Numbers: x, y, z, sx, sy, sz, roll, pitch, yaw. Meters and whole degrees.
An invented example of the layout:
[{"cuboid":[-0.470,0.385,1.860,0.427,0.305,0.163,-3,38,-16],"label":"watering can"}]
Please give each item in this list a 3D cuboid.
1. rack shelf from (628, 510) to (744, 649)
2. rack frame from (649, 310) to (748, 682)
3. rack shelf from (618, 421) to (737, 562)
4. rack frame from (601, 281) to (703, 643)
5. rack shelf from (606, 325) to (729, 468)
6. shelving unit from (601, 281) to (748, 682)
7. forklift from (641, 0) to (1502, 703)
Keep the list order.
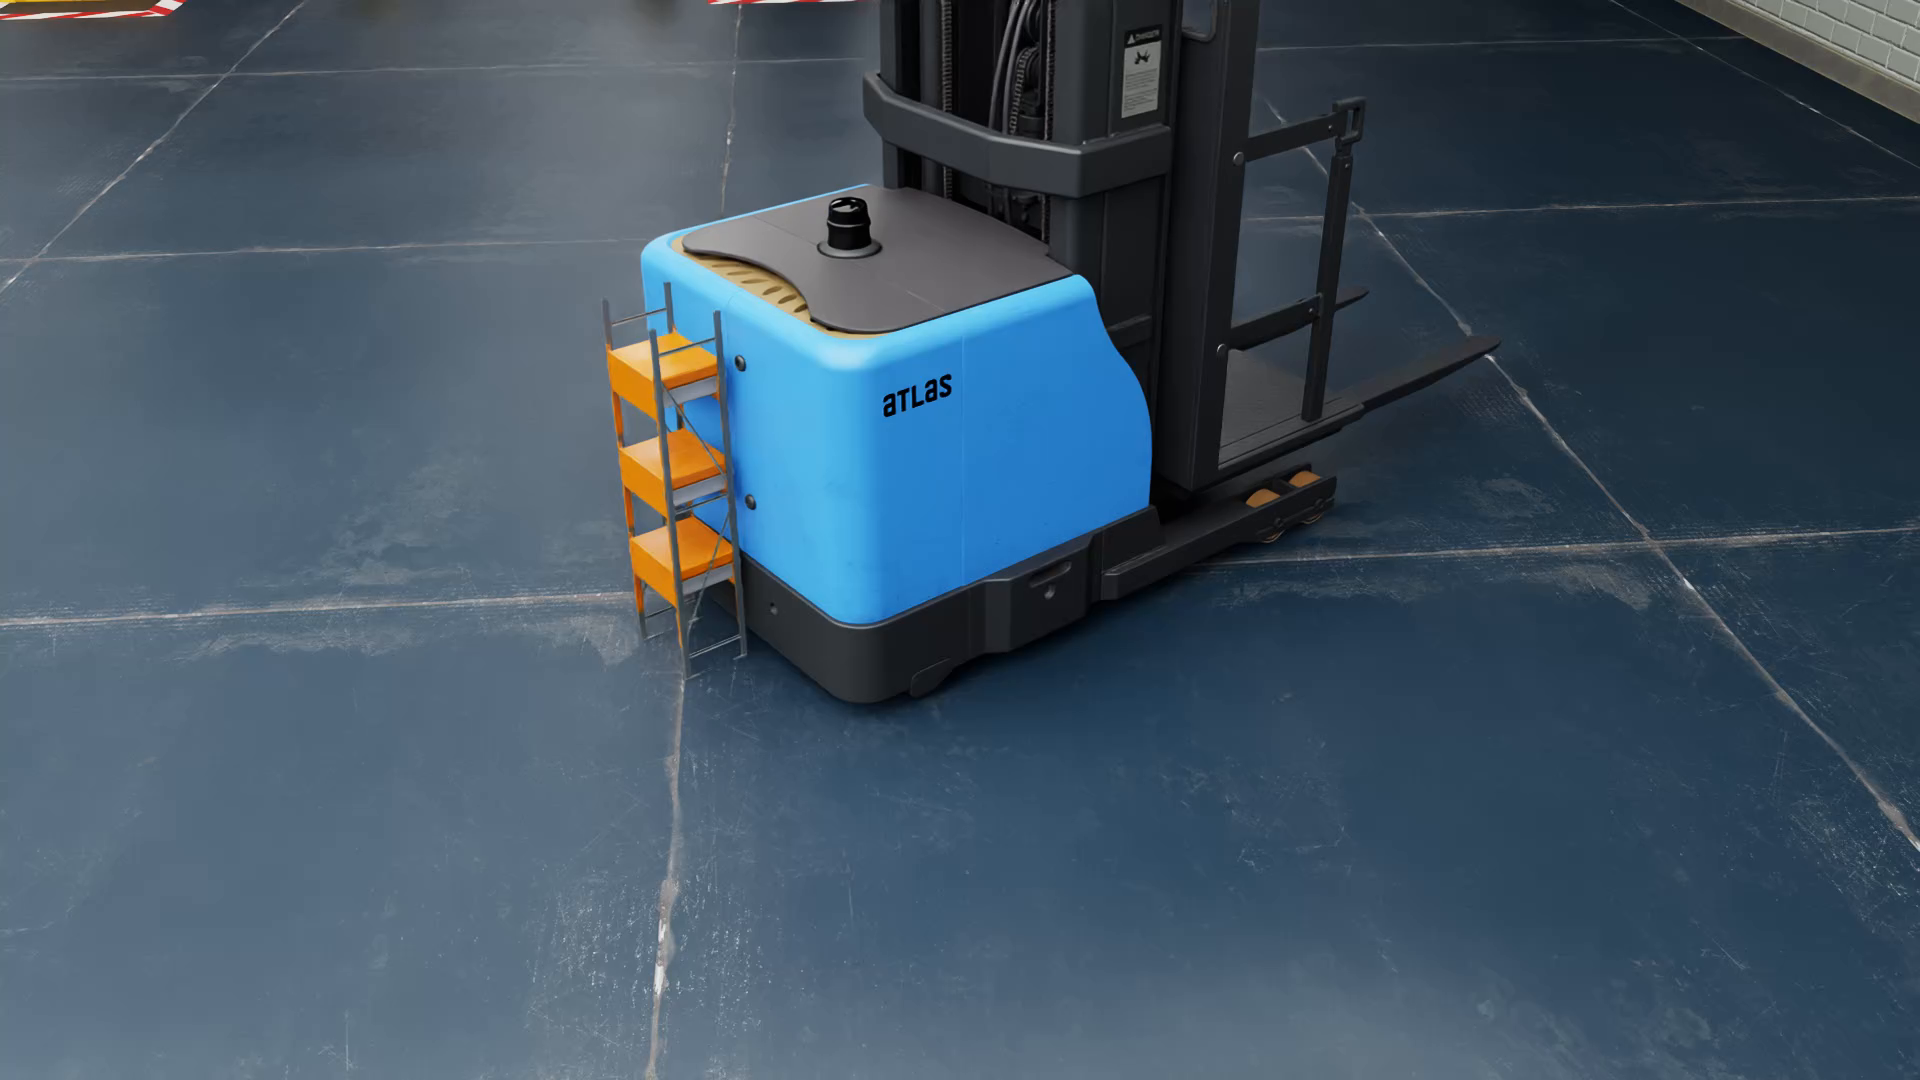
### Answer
[{"cuboid":[-0.757,0.106,4.612,0.215,0.259,0.240,-22,37,-33],"label":"rack shelf"},{"cuboid":[-0.680,-0.093,4.382,0.200,1.050,0.008,-22,37,-33],"label":"rack frame"},{"cuboid":[-0.757,-0.133,4.469,0.215,0.259,0.240,-22,37,-33],"label":"rack shelf"},{"cuboid":[-0.833,-0.191,4.545,0.200,1.050,0.008,-22,37,-33],"label":"rack frame"},{"cuboid":[-0.757,-0.376,4.324,0.215,0.259,0.240,-22,37,-33],"label":"rack shelf"},{"cuboid":[-0.757,-0.142,4.464,0.215,1.050,0.252,-22,37,-33],"label":"shelving unit"},{"cuboid":[0.578,-1.438,4.800,3.031,2.935,1.130,-22,37,-33],"label":"forklift"}]
